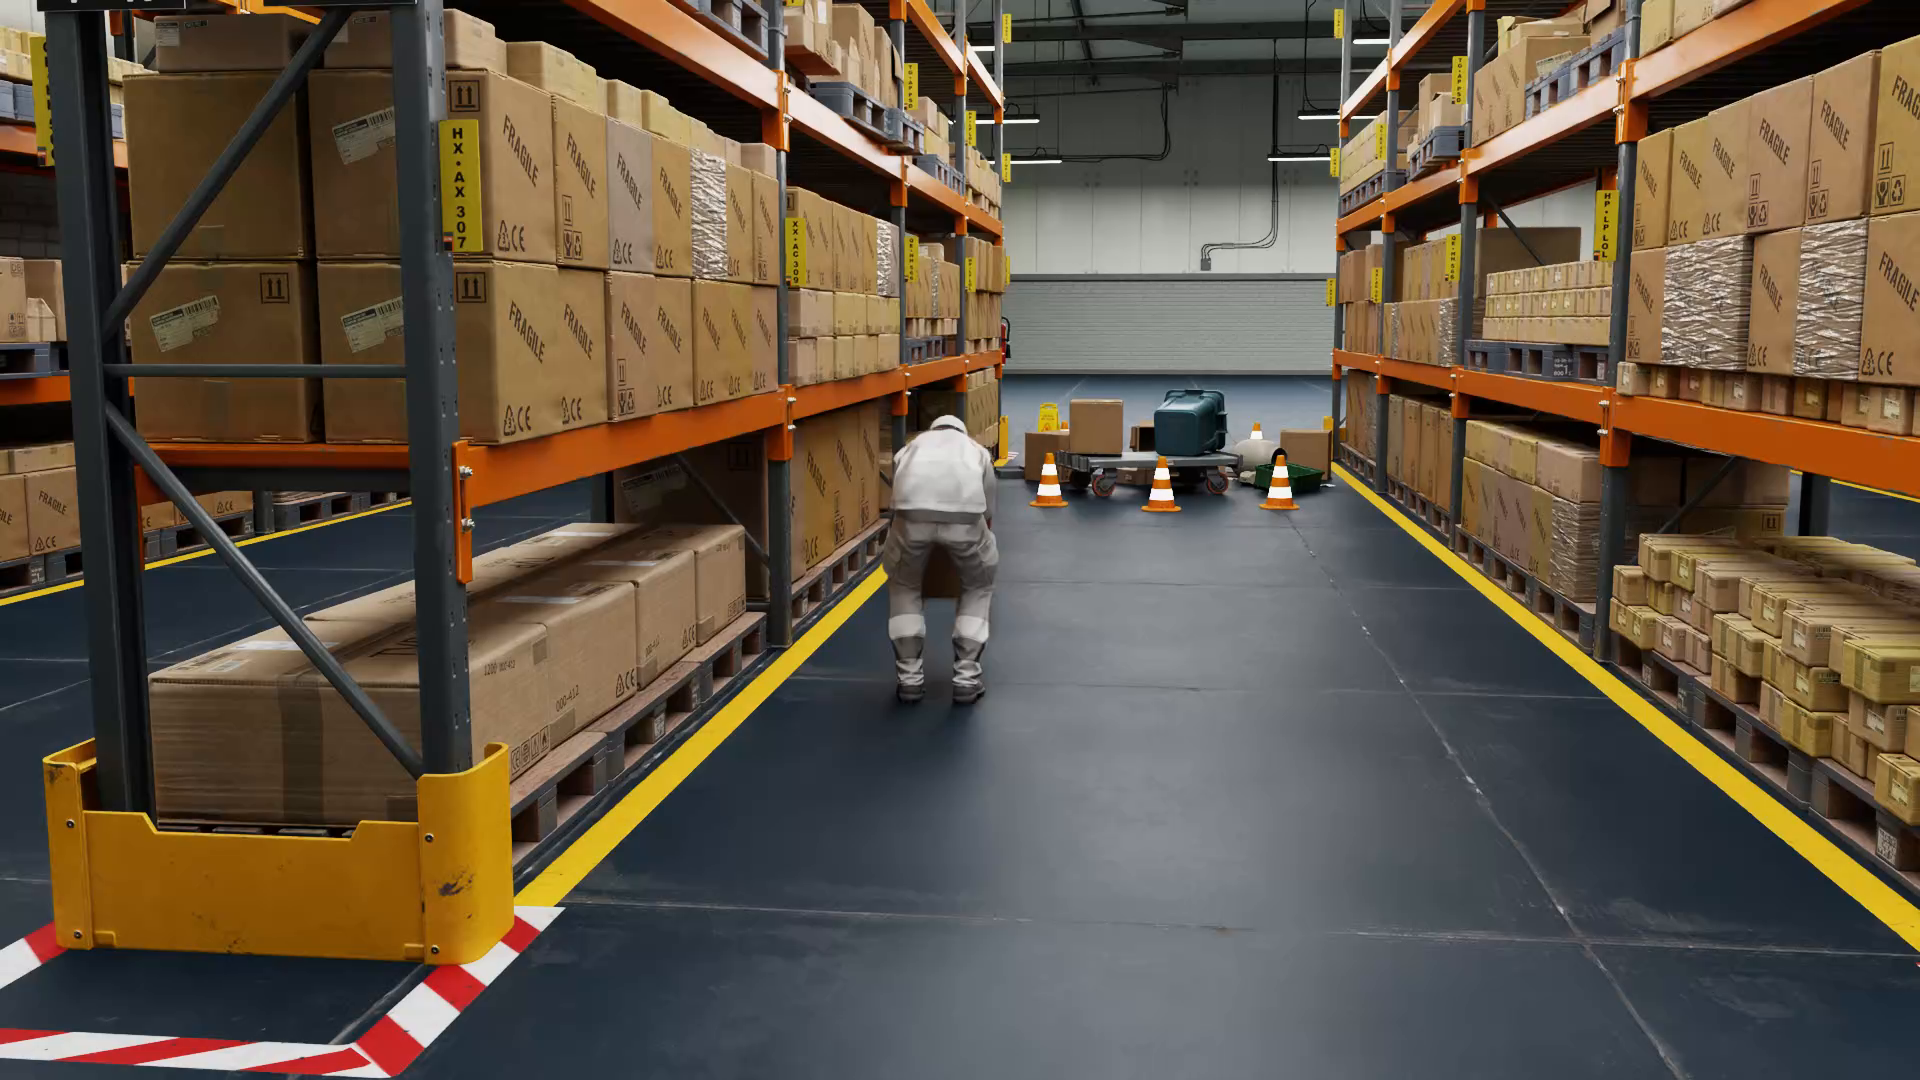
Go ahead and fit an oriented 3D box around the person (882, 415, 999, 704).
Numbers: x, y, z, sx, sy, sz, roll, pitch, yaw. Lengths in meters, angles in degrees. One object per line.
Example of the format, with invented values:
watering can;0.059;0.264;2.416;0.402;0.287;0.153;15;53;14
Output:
person;-0.077;0.064;7.430;0.513;1.205;0.939;1;8;4
